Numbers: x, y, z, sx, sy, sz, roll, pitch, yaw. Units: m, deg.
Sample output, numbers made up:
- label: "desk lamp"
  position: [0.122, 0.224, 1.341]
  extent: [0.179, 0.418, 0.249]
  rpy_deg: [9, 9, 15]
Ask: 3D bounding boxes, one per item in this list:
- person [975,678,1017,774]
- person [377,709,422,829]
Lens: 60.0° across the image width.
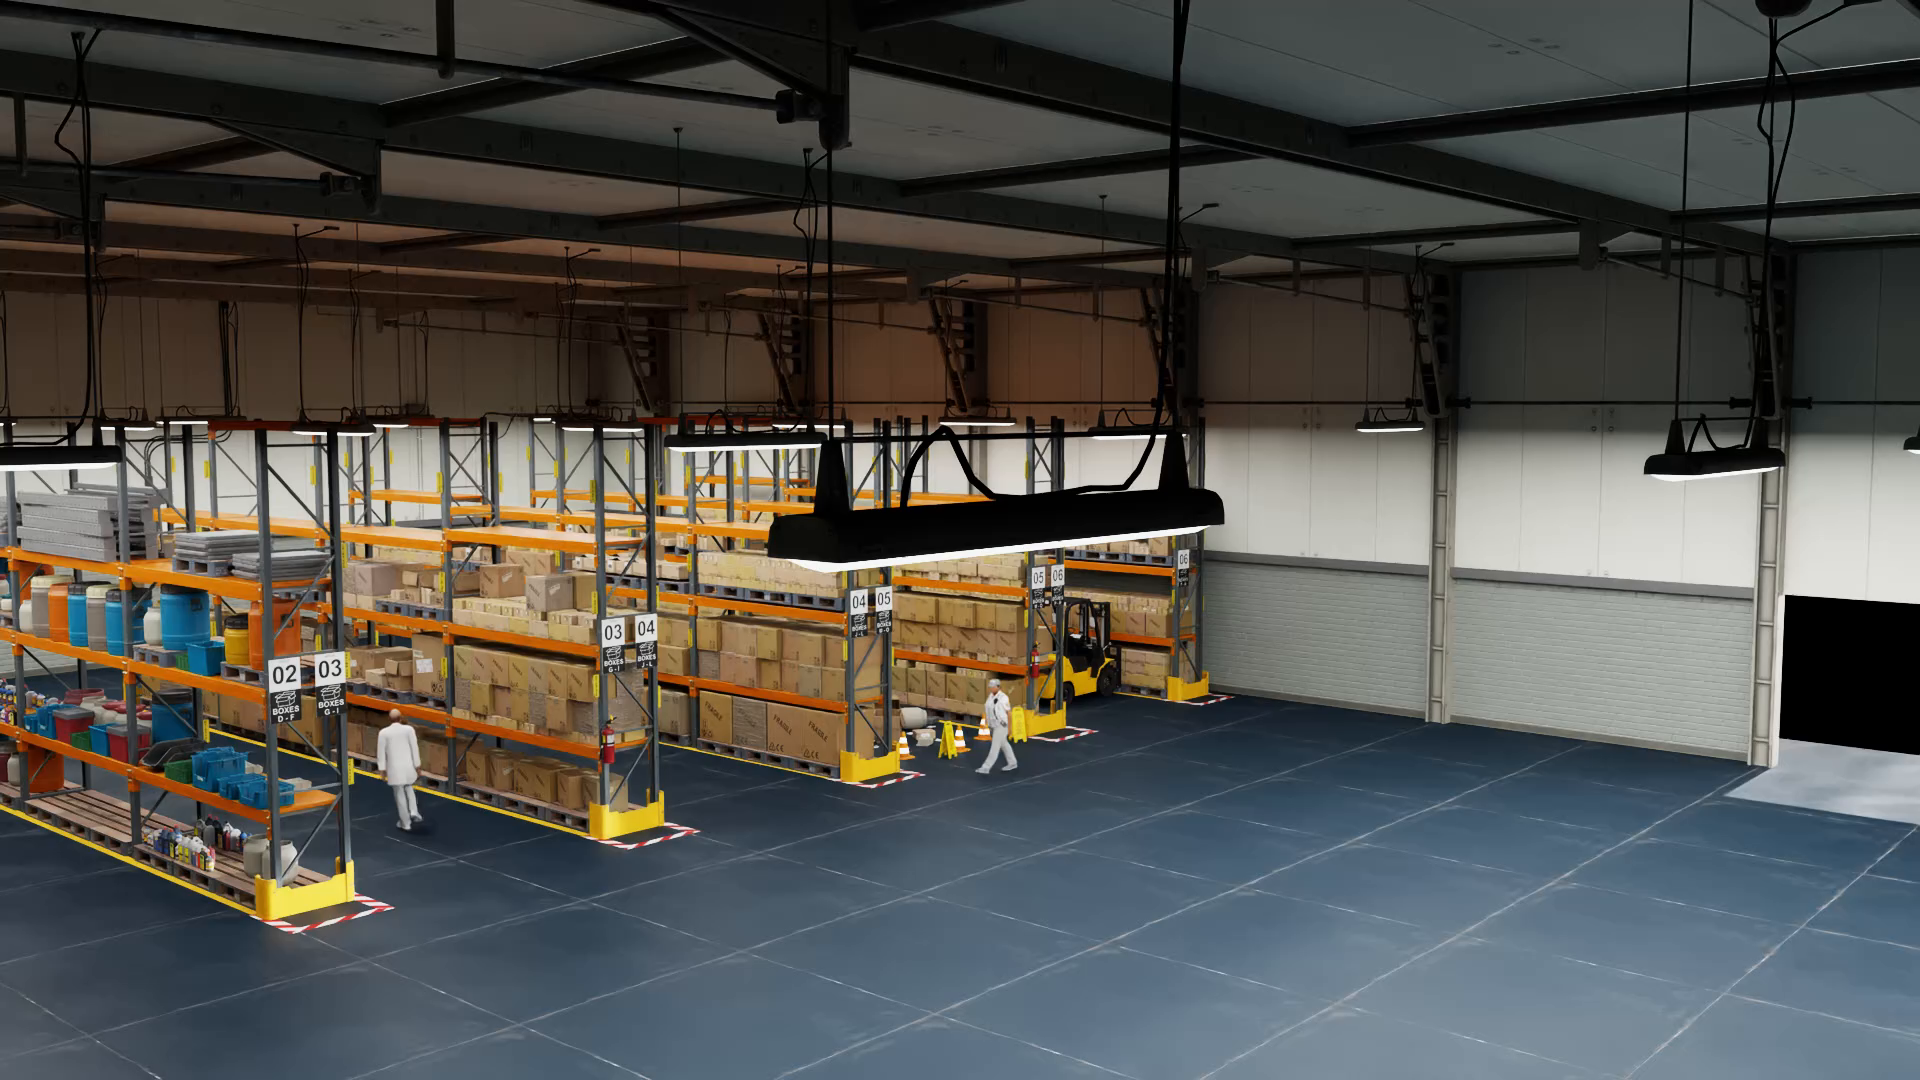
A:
- label: "person"
  position: [0.585, 3.158, 28.247]
  extent: [0.998, 1.610, 0.524]
  rpy_deg: [-3, 5, -30]
- label: "person"
  position: [-8.304, 3.387, 24.661]
  extent: [0.595, 1.761, 0.528]
  rpy_deg: [-4, 6, -38]
